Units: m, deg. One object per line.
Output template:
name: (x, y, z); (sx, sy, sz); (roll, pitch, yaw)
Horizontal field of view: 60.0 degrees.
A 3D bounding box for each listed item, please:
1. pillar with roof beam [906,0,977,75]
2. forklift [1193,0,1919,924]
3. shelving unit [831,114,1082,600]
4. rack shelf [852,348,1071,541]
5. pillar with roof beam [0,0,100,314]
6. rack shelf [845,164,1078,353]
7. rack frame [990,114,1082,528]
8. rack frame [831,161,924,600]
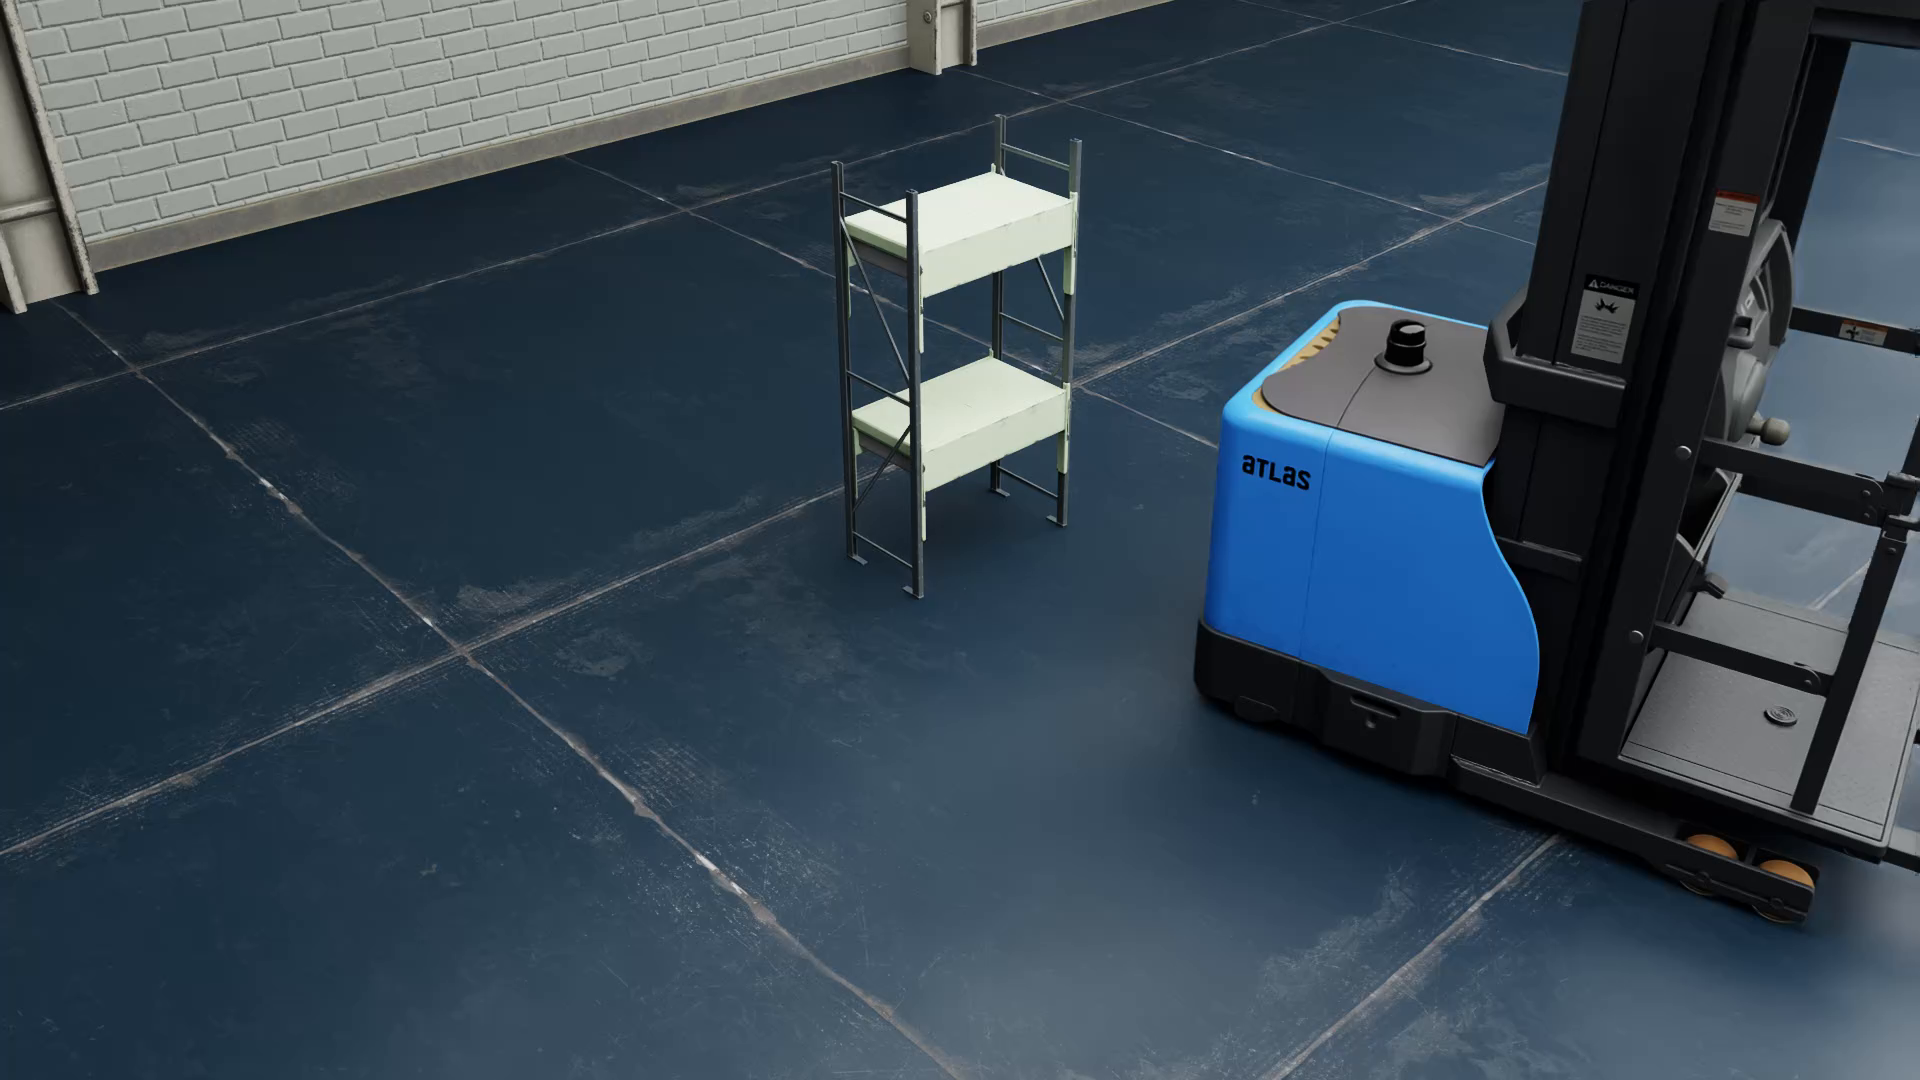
pillar with roof beam: (2.801, -5.541, 6.686); (0.400, 9.000, 9.100); (-26, 40, -35)
forklift: (2.272, -0.524, 4.298); (3.031, 2.935, 1.130); (19, 36, 27)
shelving unit: (-0.005, -0.637, 5.855); (0.755, 1.500, 0.431); (-26, 40, -35)
rack shelf: (-0.005, -0.359, 6.025); (0.720, 0.370, 0.431); (-26, 40, -35)
pillar with roof beam: (-1.599, -3.413, 3.206); (0.400, 9.000, 9.100); (-26, 40, -35)
rack shelf: (-0.005, -0.970, 5.651); (0.720, 0.370, 0.431); (-26, 40, -35)
rack frame: (0.264, -0.767, 6.067); (0.023, 1.500, 0.400); (-26, 40, -35)
rack frame: (-0.273, -0.508, 5.643); (0.023, 1.500, 0.400); (-26, 40, -35)
